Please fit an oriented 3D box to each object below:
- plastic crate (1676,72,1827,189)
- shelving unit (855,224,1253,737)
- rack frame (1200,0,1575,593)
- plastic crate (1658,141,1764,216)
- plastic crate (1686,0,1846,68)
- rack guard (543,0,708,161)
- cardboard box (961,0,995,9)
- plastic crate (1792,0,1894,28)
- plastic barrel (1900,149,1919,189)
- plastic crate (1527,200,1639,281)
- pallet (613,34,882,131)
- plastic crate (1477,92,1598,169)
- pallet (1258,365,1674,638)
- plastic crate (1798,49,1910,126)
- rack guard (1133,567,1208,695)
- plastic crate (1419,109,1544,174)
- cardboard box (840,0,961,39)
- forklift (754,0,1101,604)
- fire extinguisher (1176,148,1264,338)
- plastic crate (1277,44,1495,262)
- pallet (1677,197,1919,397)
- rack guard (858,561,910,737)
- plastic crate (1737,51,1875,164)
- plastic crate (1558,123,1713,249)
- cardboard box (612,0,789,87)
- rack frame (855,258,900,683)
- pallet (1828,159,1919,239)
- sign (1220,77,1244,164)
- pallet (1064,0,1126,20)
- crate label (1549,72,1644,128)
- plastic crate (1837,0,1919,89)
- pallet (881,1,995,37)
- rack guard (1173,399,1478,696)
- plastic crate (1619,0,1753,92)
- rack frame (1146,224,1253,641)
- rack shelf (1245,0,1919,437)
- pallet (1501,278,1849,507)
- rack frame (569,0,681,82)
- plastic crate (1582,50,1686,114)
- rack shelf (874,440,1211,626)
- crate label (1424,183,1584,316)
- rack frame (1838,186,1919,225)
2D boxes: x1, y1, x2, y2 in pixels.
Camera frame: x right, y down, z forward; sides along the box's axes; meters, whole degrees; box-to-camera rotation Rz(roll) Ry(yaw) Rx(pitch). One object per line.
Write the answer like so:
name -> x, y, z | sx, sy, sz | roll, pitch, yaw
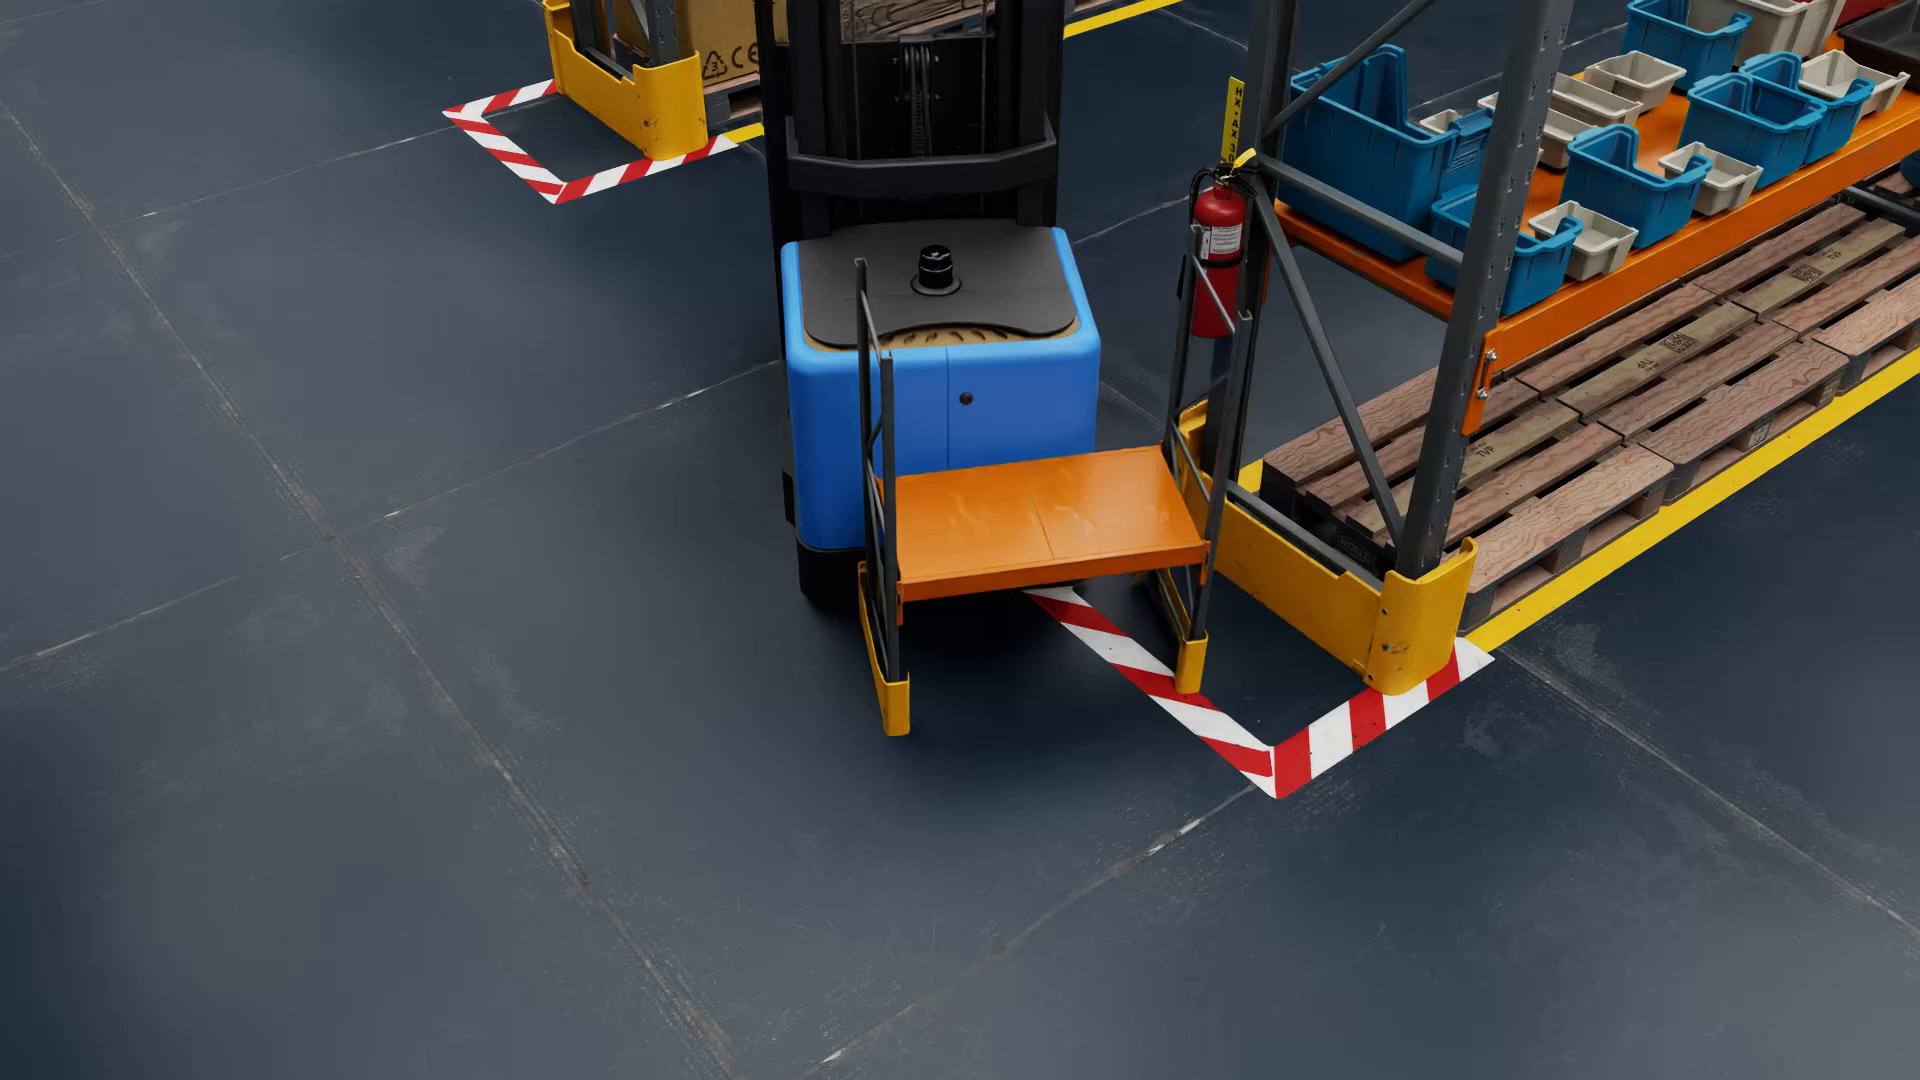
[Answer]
plastic crate -> 2.679, -1.390, 5.664 | 0.300, 0.233, 0.416 | -26, 46, -28
shelving unit -> 0.238, -0.165, 5.243 | 1.083, 1.500, 0.587 | -7, 43, -9
rack frame -> 1.239, -0.993, 5.095 | 0.127, 3.000, 1.000 | -26, 46, -28
plastic crate -> 2.478, -1.189, 5.495 | 0.298, 0.136, 0.250 | -26, 46, -28
plastic crate -> 3.088, -2.019, 6.392 | 0.530, 0.282, 0.437 | -26, 46, -28
rack guard -> -1.798, -2.508, 8.913 | 0.348, 0.500, 1.175 | -26, 46, -28
cardboard box -> 0.107, -3.808, 9.871 | 0.875, 0.875, 0.875 | -26, 46, -28
plastic crate -> 3.550, -2.368, 6.674 | 0.583, 0.464, 0.402 | -26, 46, -28
plastic barrel -> 4.852, -2.092, 7.758 | 0.708, 0.901, 0.600 | -26, 46, -28
plastic crate -> 1.940, -0.926, 5.175 | 0.298, 0.136, 0.250 | -26, 46, -28
pallet -> -1.193, -2.754, 9.441 | 1.213, 0.211, 1.003 | -26, 46, -28
plastic crate -> 2.014, -1.425, 5.783 | 0.243, 0.136, 0.396 | -26, 46, -28
pallet -> 1.917, -0.214, 6.345 | 1.213, 0.211, 1.003 | -26, 46, -28
plastic crate -> 3.213, -1.636, 6.040 | 0.466, 0.136, 0.293 | -26, 46, -28
rack guard -> 0.720, 0.233, 5.741 | 0.087, 0.250, 0.587 | -7, 43, -9
plastic crate -> 1.775, -1.320, 5.655 | 0.243, 0.136, 0.396 | -26, 46, -28
cardboard box -> -0.599, -3.464, 9.452 | 0.875, 0.875, 0.875 | -26, 46, -28
forklift -> -0.204, -1.835, 6.176 | 1.130, 2.935, 3.031 | -4, 40, -5
fire extinguisher -> 0.843, -0.989, 5.446 | 0.183, 0.674, 0.296 | -26, 46, -28
plastic crate -> 1.391, -1.253, 5.337 | 0.499, 0.435, 0.616 | -26, 46, -28
pallet -> 3.851, -1.157, 7.494 | 1.213, 0.211, 1.003 | -26, 46, -28
rack guard -> -0.257, 0.357, 5.591 | 0.087, 0.250, 0.587 | -7, 43, -9
plastic crate -> 2.917, -1.506, 5.806 | 0.300, 0.233, 0.416 | -26, 46, -28
plastic crate -> 2.157, -1.136, 5.354 | 0.300, 0.233, 0.416 | -26, 46, -28
cardboard box -> -1.320, -3.112, 9.023 | 0.875, 0.875, 0.875 | -26, 46, -28
rack frame -> -0.252, -0.103, 5.168 | 0.032, 1.500, 0.500 | -7, 43, -9
pallet -> 5.048, -1.738, 8.202 | 1.213, 0.211, 1.003 | -26, 46, -28
sign -> 0.891, -1.327, 5.373 | 0.005, 0.325, 0.100 | -26, 46, -28
pallet -> 0.742, -3.697, 10.590 | 1.213, 0.211, 1.003 | -26, 46, -28
crate label -> 2.220, -1.545, 5.929 | 0.243, 0.136, 0.396 | -26, 46, -28
plastic crate -> 3.687, -1.888, 6.356 | 0.590, 0.125, 0.437 | -26, 46, -28
pallet -> -0.226, -3.223, 10.012 | 1.213, 0.211, 1.003 | -26, 46, -28
rack guard -> 1.228, -0.011, 5.869 | 0.348, 0.500, 1.175 | -26, 46, -28
plastic crate -> 2.711, -1.874, 6.254 | 0.300, 0.233, 0.416 | -26, 46, -28
rack frame -> 0.746, -0.229, 5.321 | 0.032, 1.500, 0.500 | -7, 43, -9
rack shelf -> 2.825, -1.488, 6.266 | 4.000, 0.370, 1.077 | -26, 46, -28
pallet -> 2.883, -0.683, 6.916 | 1.213, 0.211, 1.003 | -26, 46, -28
rack frame -> -1.779, -3.484, 8.132 | 0.127, 3.000, 1.000 | -26, 46, -28
plastic crate -> 2.443, -1.669, 6.080 | 0.250, 0.136, 0.298 | -26, 46, -28
rack shelf -> 0.245, -0.034, 5.366 | 1.000, 0.185, 0.538 | -7, 43, -9
crate label -> 1.635, -0.881, 5.044 | 0.303, 0.233, 0.416 | -26, 46, -28
rack frame -> 4.411, -2.539, 6.980 | 0.127, 3.000, 1.000 | -26, 46, -28
